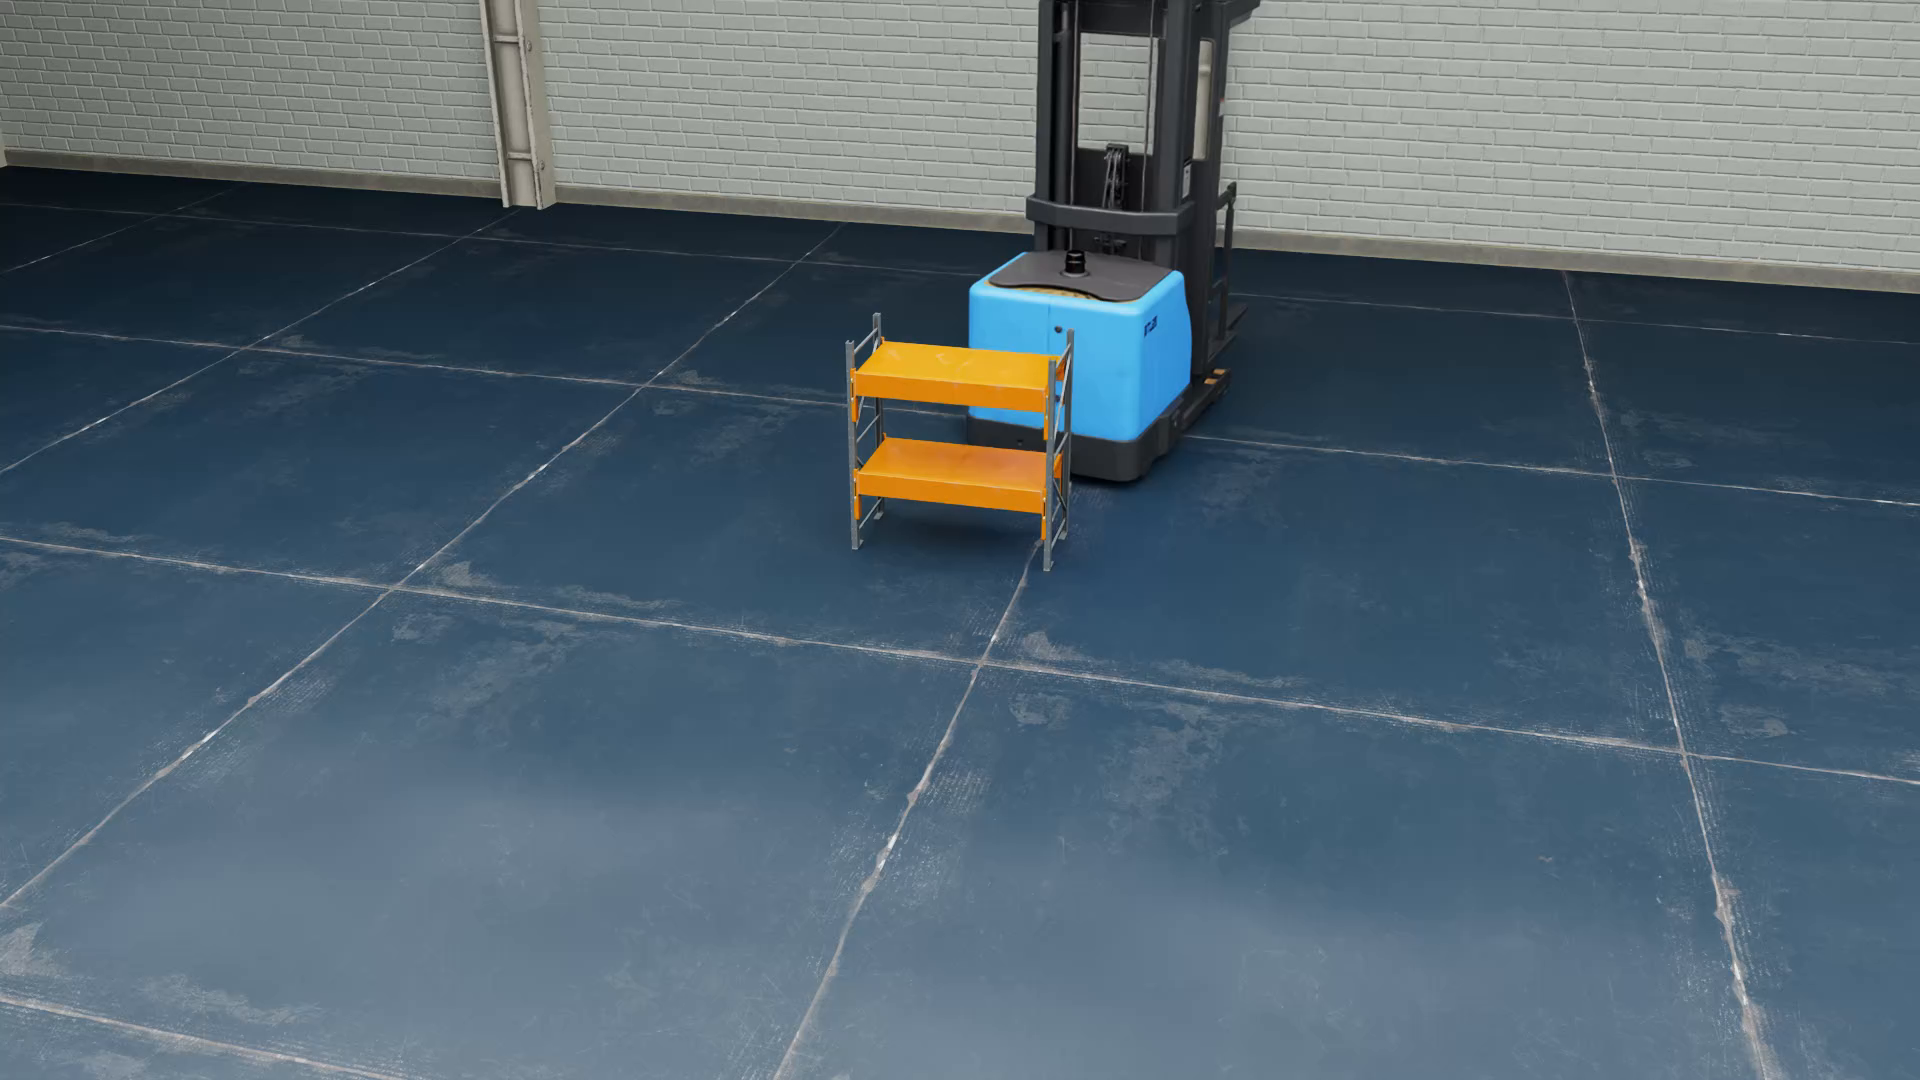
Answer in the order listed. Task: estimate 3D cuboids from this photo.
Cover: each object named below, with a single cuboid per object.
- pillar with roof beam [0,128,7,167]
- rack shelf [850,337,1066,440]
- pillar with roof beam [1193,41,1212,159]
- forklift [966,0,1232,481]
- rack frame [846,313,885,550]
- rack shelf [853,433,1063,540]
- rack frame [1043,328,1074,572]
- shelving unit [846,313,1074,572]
[{"bbox_3d":[-10.809,-5.984,10.850,0.400,9.000,9.100,6,26,13],"label":"pillar with roof beam"},{"bbox_3d":[0.007,-0.771,8.381,1.000,0.278,0.538,6,26,13],"label":"rack shelf"},{"bbox_3d":[0.813,-4.699,8.152,0.400,9.000,9.100,6,26,13],"label":"pillar with roof beam"},{"bbox_3d":[1.104,-2.254,10.076,1.130,2.935,3.031,11,28,22],"label":"forklift"},{"bbox_3d":[-0.486,-0.562,8.621,0.032,1.125,0.500,6,26,13],"label":"rack frame"},{"bbox_3d":[0.007,-0.286,8.612,1.000,0.278,0.538,6,26,13],"label":"rack shelf"},{"bbox_3d":[0.499,-0.453,8.392,0.032,1.125,0.500,6,26,13],"label":"rack frame"},{"bbox_3d":[0.007,-0.507,8.507,1.048,1.125,0.538,6,26,13],"label":"shelving unit"}]
